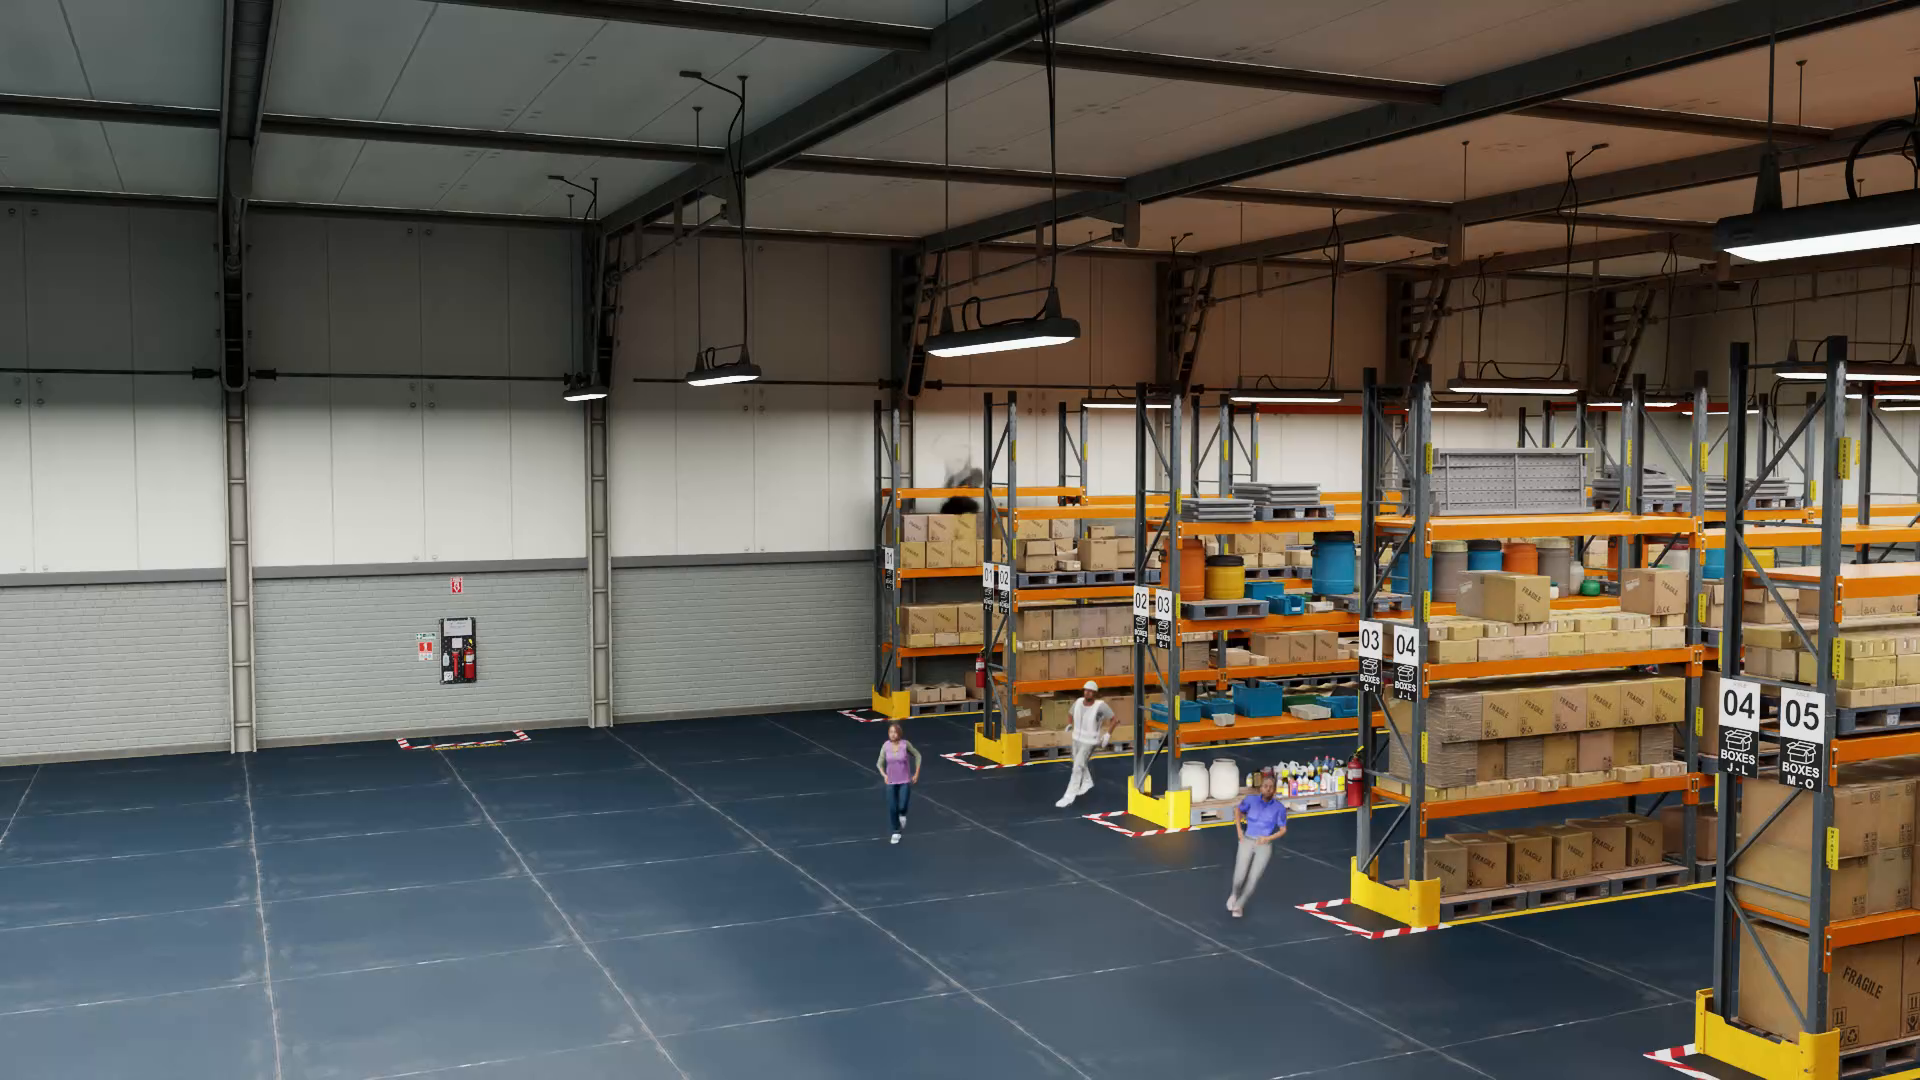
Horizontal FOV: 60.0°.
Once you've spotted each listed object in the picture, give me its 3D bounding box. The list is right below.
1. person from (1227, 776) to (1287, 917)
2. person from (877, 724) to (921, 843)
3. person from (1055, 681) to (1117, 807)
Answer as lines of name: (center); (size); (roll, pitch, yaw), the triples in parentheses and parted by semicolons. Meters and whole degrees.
person: (3.205, 3.323, 17.995); (0.647, 1.569, 0.533); (1, 3, 14)
person: (-0.796, 3.145, 21.485); (0.566, 1.559, 0.603); (0, 3, 5)
person: (1.787, 2.886, 23.748); (0.742, 1.772, 0.958); (3, 5, 43)
